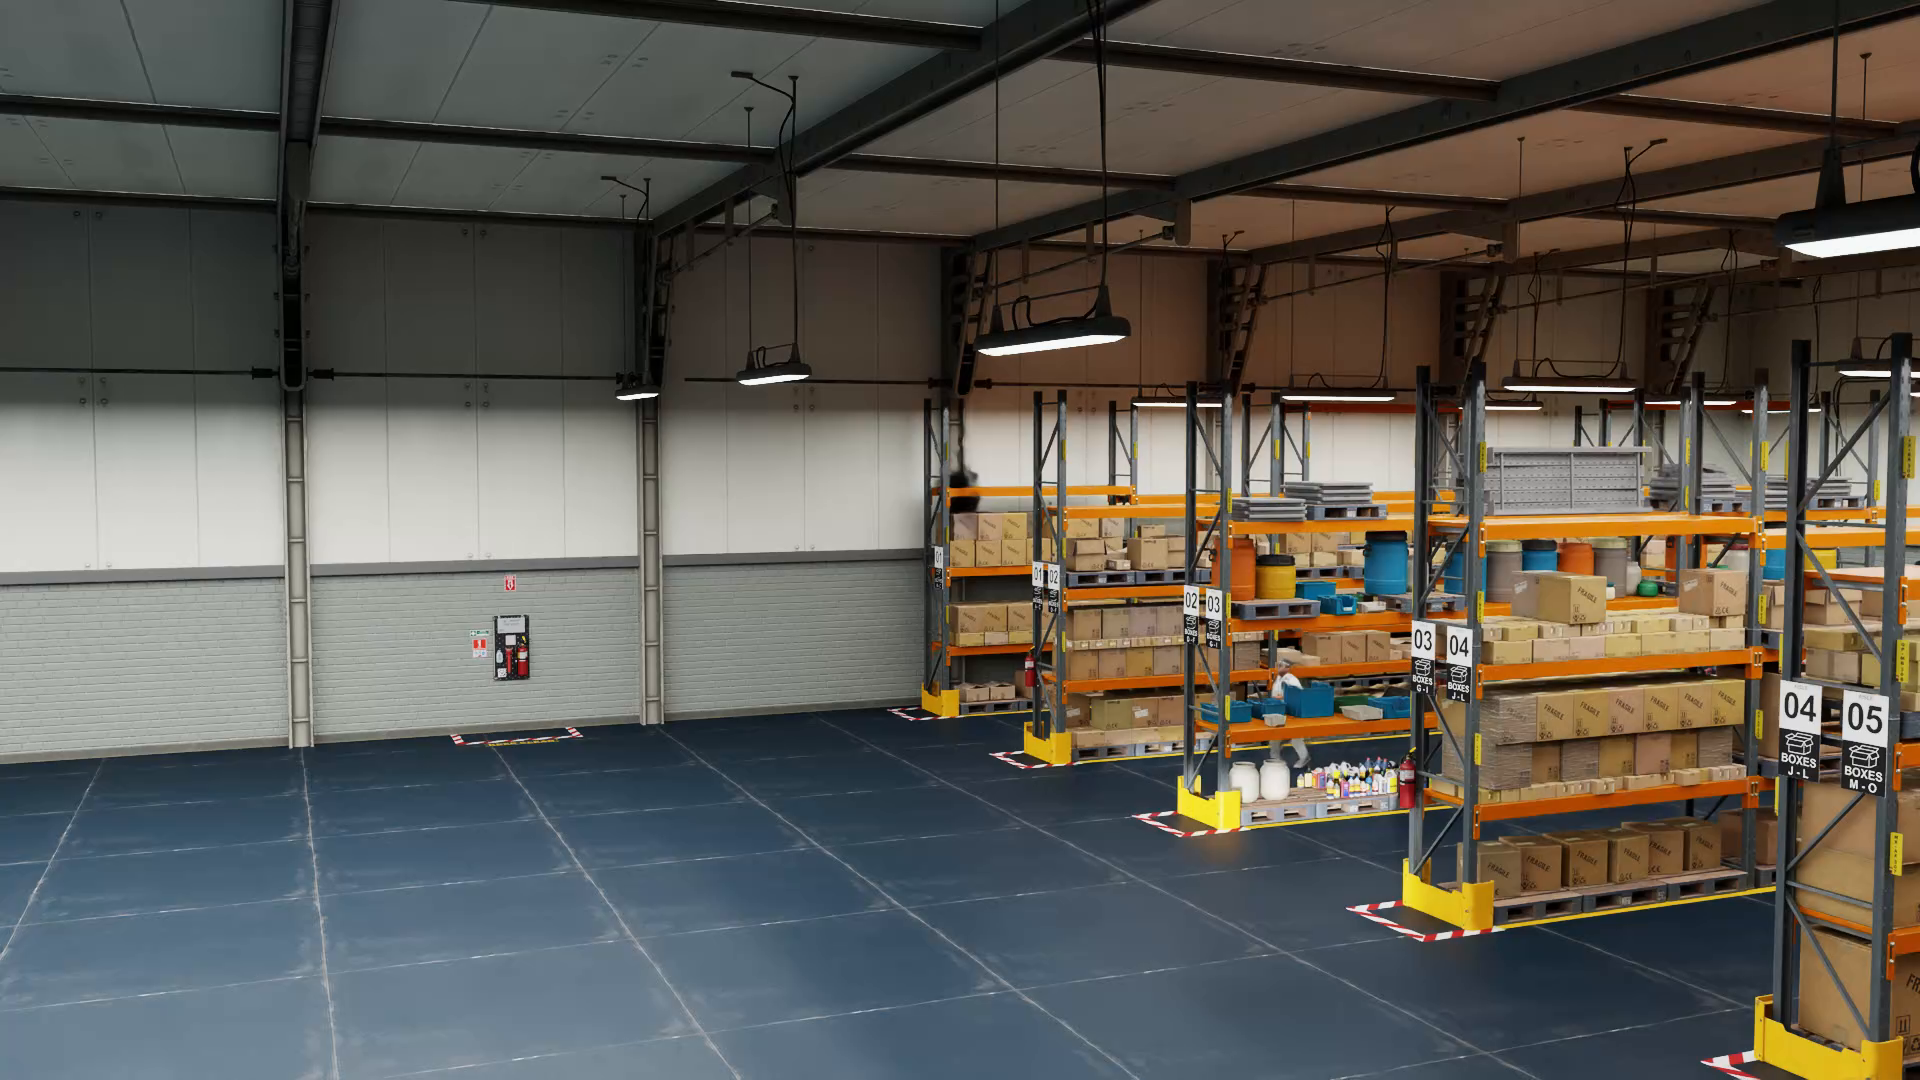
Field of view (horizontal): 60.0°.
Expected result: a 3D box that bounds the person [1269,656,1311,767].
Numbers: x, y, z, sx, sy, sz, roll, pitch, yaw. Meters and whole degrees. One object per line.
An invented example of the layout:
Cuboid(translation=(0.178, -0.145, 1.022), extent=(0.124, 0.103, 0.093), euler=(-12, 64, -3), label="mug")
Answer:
Cuboid(translation=(5.169, 2.743, 26.113), extent=(0.811, 1.844, 0.652), euler=(-2, 4, -27), label="person")
